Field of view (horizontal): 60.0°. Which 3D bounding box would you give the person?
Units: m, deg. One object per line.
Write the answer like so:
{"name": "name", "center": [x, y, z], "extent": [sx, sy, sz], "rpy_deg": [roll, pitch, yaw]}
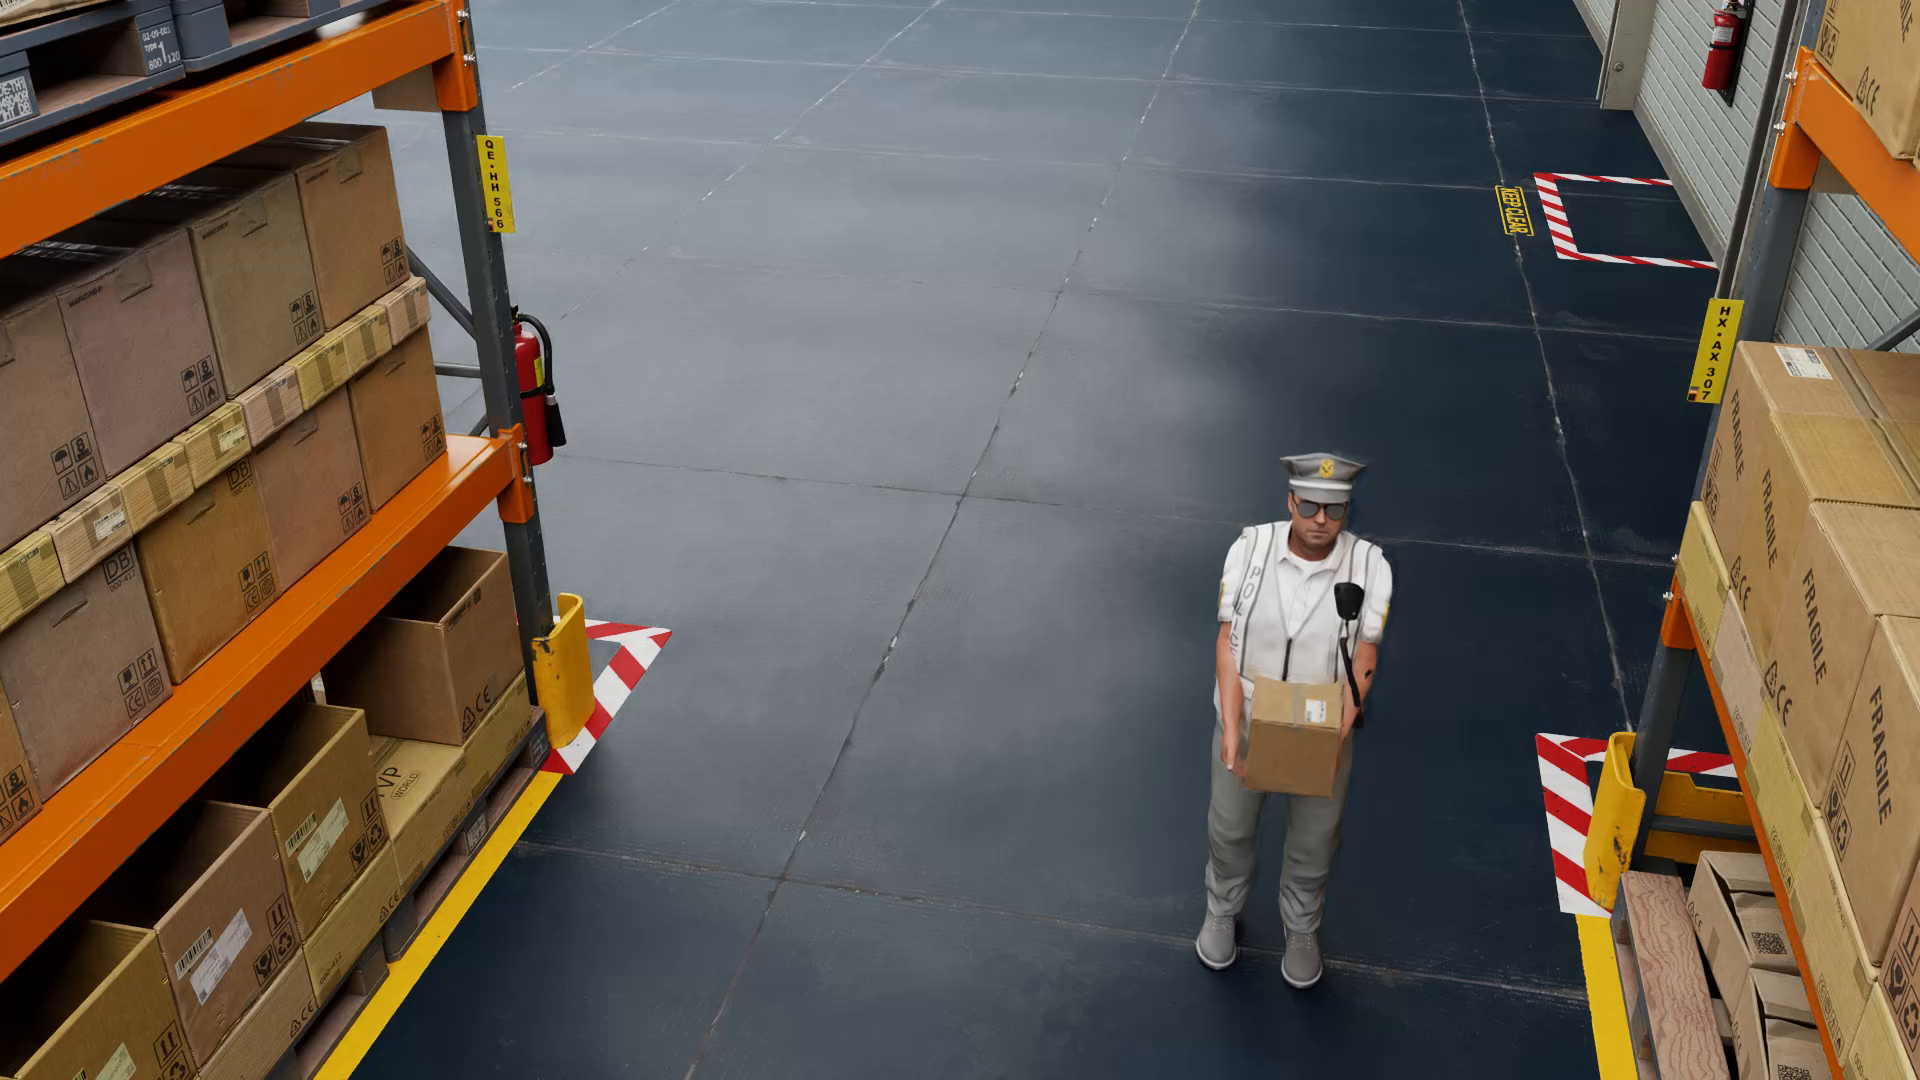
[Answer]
{"name": "person", "center": [0.995, 0.578, 5.029], "extent": [0.499, 1.775, 0.559], "rpy_deg": [7, 29, 12]}
